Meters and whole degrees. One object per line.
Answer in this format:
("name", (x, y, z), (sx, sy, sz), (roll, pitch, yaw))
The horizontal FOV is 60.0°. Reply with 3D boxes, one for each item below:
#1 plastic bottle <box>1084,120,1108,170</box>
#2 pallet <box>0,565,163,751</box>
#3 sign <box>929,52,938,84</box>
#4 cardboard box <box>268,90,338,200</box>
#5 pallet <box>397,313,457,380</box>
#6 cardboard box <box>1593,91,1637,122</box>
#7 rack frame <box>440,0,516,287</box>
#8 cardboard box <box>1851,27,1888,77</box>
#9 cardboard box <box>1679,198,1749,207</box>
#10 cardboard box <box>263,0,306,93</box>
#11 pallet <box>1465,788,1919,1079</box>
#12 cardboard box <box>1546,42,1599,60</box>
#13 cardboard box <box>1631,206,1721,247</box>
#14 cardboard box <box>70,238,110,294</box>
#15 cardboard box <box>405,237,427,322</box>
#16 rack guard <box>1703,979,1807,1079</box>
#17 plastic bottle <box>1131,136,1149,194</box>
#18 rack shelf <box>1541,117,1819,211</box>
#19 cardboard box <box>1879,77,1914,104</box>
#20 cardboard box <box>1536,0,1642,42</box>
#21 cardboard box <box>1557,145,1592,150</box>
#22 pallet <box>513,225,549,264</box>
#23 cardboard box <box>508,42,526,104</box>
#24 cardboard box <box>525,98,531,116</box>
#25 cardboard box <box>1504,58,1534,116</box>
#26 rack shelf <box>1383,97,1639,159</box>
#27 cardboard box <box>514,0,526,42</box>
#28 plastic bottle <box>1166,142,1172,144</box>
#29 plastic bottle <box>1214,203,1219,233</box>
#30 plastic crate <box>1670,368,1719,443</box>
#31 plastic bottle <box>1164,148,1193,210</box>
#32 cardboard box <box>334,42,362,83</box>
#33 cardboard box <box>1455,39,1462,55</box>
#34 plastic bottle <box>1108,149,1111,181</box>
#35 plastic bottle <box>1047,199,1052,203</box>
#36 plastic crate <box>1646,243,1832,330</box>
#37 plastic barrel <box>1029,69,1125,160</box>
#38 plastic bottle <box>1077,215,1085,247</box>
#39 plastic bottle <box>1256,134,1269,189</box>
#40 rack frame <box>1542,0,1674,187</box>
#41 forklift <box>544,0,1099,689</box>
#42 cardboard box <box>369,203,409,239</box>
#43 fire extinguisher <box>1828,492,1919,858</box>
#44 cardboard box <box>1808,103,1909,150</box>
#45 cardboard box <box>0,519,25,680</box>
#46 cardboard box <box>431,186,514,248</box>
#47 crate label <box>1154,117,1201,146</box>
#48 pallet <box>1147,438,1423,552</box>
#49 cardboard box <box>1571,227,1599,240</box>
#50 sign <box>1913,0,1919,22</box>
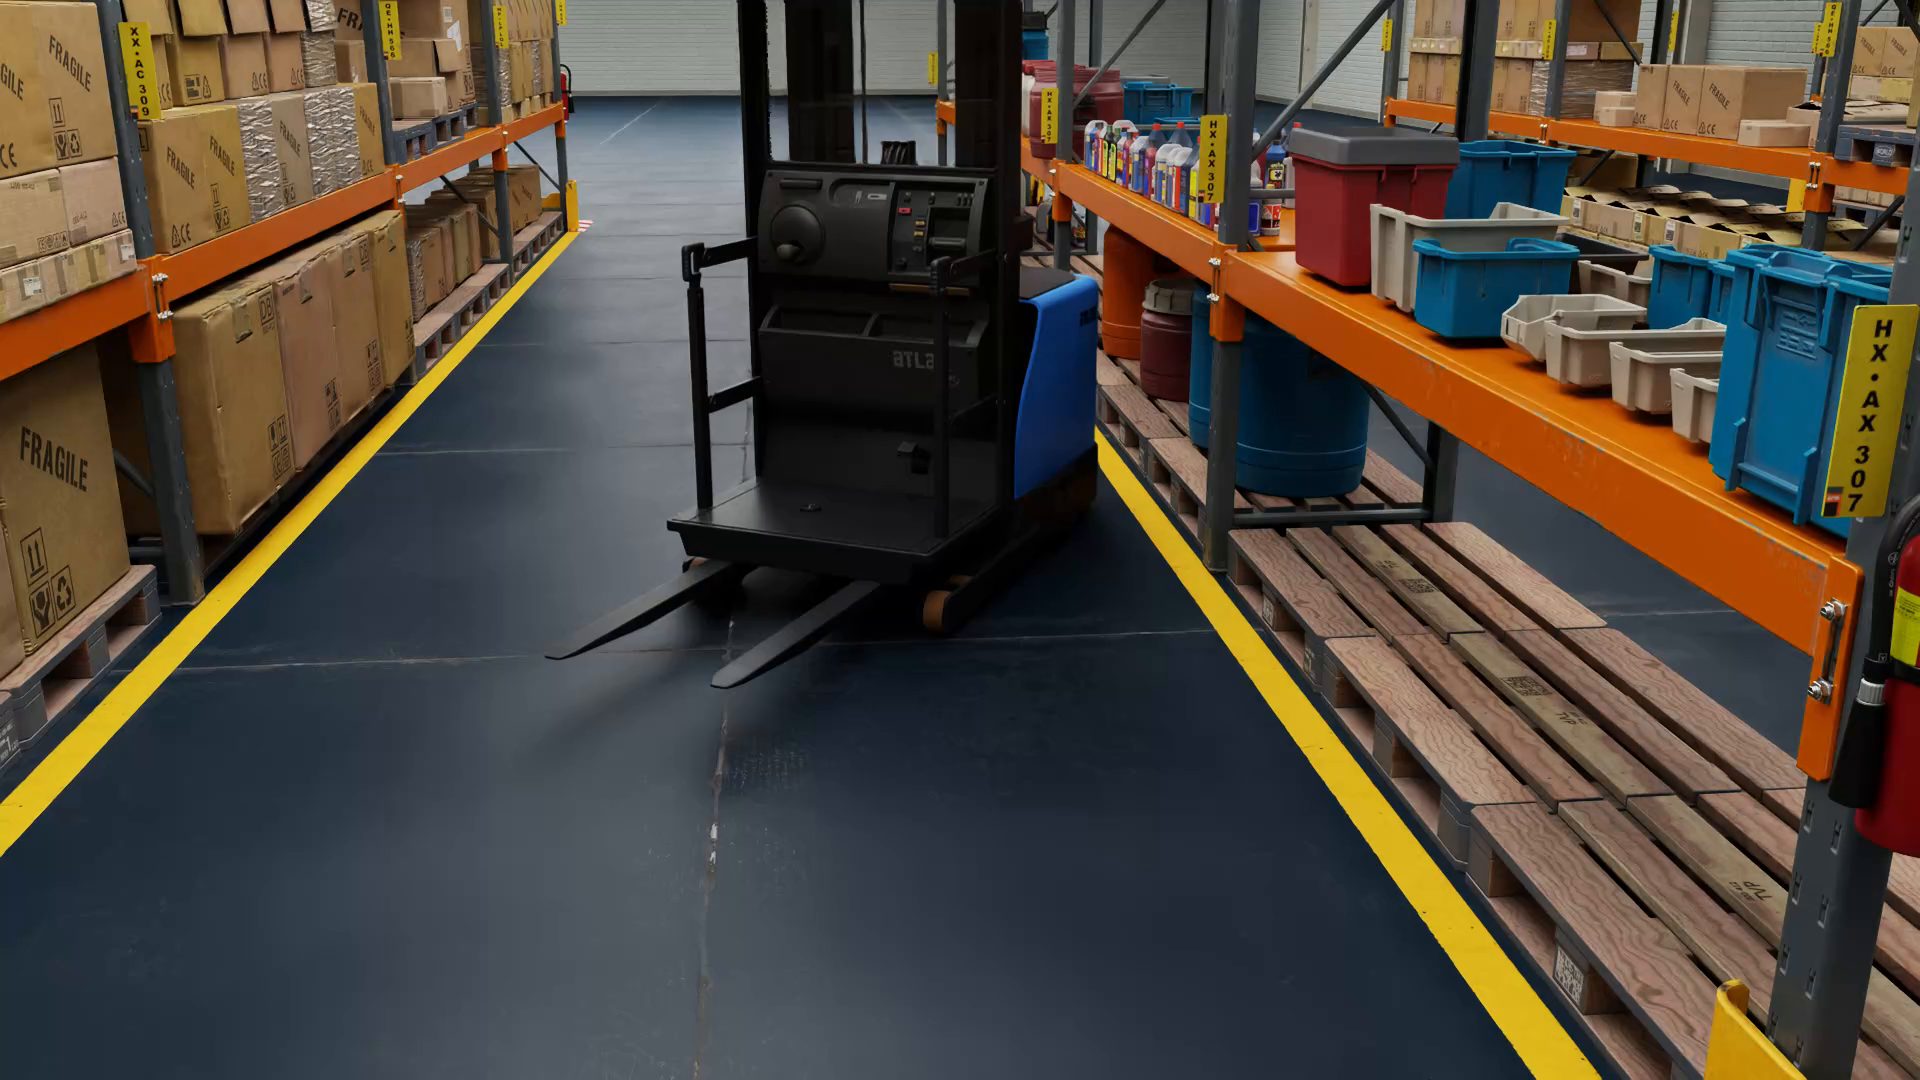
("plastic bottle", (0.814, -2.321, 9.768), (0.152, 0.276, 0.135), (-2, 18, -6))
("pallet", (-3.422, 0.386, 5.597), (1.003, 0.211, 1.213), (-2, 18, -6))
("sign", (-0.282, -5.018, 17.692), (0.100, 0.325, 0.005), (-2, 18, -6))
("cardboard box", (-3.436, -1.971, 8.279), (0.500, 0.500, 0.500), (-2, 18, -7))
("pallet", (-3.915, -1.268, 10.864), (1.003, 0.211, 1.213), (-2, 18, -6))
("cardboard box", (5.700, -3.645, 14.031), (0.500, 0.250, 0.500), (-1, 17, -2))
("rack frame", (-4.248, -3.557, 13.500), (1.000, 3.000, 0.127), (-2, 18, -6))
("cardboard box", (9.912, -5.205, 17.713), (0.500, 0.500, 0.500), (-2, 18, -5))
("cardboard box", (6.042, -2.603, 13.414), (0.500, 0.311, 0.500), (-2, 18, -6))
("cardboard box", (-3.712, -2.479, 8.225), (0.797, 0.503, 0.637), (-1, 17, -4))
("pallet", (1.870, 0.948, 3.804), (1.003, 0.211, 1.213), (-2, 18, -6))
("cardboard box", (5.365, -4.294, 14.596), (0.380, 0.149, 0.250), (-2, 18, -6))
("cardboard box", (5.561, -2.430, 12.861), (0.500, 0.311, 0.500), (-1, 17, -4))
("cardboard box", (-3.039, -0.896, 5.444), (0.380, 0.149, 0.250), (-1, 17, -5))
("cardboard box", (-3.994, -1.747, 11.172), (0.700, 0.500, 0.500), (-3, 18, -10))
("rack guard", (1.932, 1.064, 2.953), (1.175, 0.500, 0.348), (-2, 18, -6))
("plastic bottle", (0.957, -1.907, 8.452), (0.152, 0.276, 0.135), (-2, 18, -6))
("rack shelf", (5.812, -2.923, 12.681), (1.077, 0.370, 4.000), (-2, 18, -6))
("cardboard box", (9.969, -4.685, 17.308), (0.500, 0.250, 0.500), (-2, 18, -7))
("cardboard box", (5.554, -4.661, 14.683), (0.700, 0.500, 0.500), (-2, 18, -5))
("cardboard box", (5.766, -3.554, 16.128), (0.500, 0.500, 0.500), (-2, 18, -6))
("pallet", (-4.481, -2.790, 15.712), (1.003, 0.211, 1.213), (-2, 18, -6))
("cardboard box", (-4.249, -4.033, 14.352), (0.875, 0.500, 0.500), (-2, 18, -6))
("cardboard box", (-4.139, -3.957, 15.194), (0.380, 0.149, 0.250), (-2, 18, -6))
("cardboard box", (5.493, -4.199, 15.377), (0.700, 0.500, 0.500), (-2, 18, -6))
("rack shelf", (5.400, -4.115, 16.477), (1.077, 0.370, 4.000), (-2, 18, -6))
("cardboard box", (-4.146, -4.664, 14.692), (0.500, 0.500, 0.500), (-2, 18, -6))
("plastic bottle", (1.022, -1.817, 8.170), (0.097, 0.271, 0.097), (0, 17, 0))
("plastic bottle", (1.102, -1.373, 6.875), (0.097, 0.201, 0.097), (0, 17, 0))
("plastic crate", (1.652, -0.275, 3.386), (0.396, 0.136, 0.243), (-2, 18, -6))
("plastic bottle", (1.038, -1.674, 7.710), (0.152, 0.276, 0.135), (-2, 18, -6))
("cardboard box", (-3.931, -2.773, 10.135), (0.500, 0.500, 0.500), (-4, 18, -12))
("cardboard box", (5.154, -4.904, 16.540), (0.380, 0.149, 0.250), (-2, 18, -6))
("plastic bottle", (0.860, -2.072, 9.101), (0.097, 0.201, 0.097), (0, 17, 0))
("plastic bottle", (0.905, -3.162, 16.053), (0.152, 0.276, 0.135), (-2, 18, -7))
("plastic crate", (2.051, -0.649, 4.417), (0.416, 0.233, 0.300), (-2, 18, -6))
("plastic barrel", (0.742, -2.712, 10.582), (0.600, 0.536, 0.708), (-2, 18, -6))
("plastic bottle", (1.082, -2.727, 14.676), (0.097, 0.271, 0.097), (0, 17, 0))
("plastic bottle", (1.551, -1.956, 8.593), (0.061, 0.283, 0.133), (-2, 18, -6))
("rack frame", (5.606, -3.862, 14.472), (1.000, 3.000, 0.127), (-2, 18, -6))
("forklift", (-0.418, -1.196, 6.095), (1.130, 2.935, 3.031), (7, 19, 22))
("cardboard box", (-3.999, -2.097, 11.036), (0.500, 0.250, 0.500), (0, 17, 1))
("fire extinguisher", (1.480, 0.139, 2.479), (0.296, 0.674, 0.183), (-2, 18, -6))
("cardboard box", (6.024, -2.738, 11.038), (0.500, 0.311, 0.500), (-1, 17, -2))
("cardboard box", (-3.342, 0.107, 4.675), (0.875, 0.875, 0.875), (-2, 18, -6))
("cardboard box", (-4.316, -2.856, 14.738), (0.500, 0.500, 0.500), (4, 18, 12))
("crate label", (1.420, -2.576, 10.654), (0.303, 0.233, 0.416), (-2, 18, -6))
("pallet", (1.466, -0.228, 7.550), (1.003, 0.211, 1.213), (-2, 18, -6))
("cardboard box", (5.452, -2.471, 13.928), (0.500, 0.250, 0.500), (-1, 17, -4))
("sign", (10.674, -5.923, 18.573), (0.100, 0.325, 0.005), (-2, 18, -6))
